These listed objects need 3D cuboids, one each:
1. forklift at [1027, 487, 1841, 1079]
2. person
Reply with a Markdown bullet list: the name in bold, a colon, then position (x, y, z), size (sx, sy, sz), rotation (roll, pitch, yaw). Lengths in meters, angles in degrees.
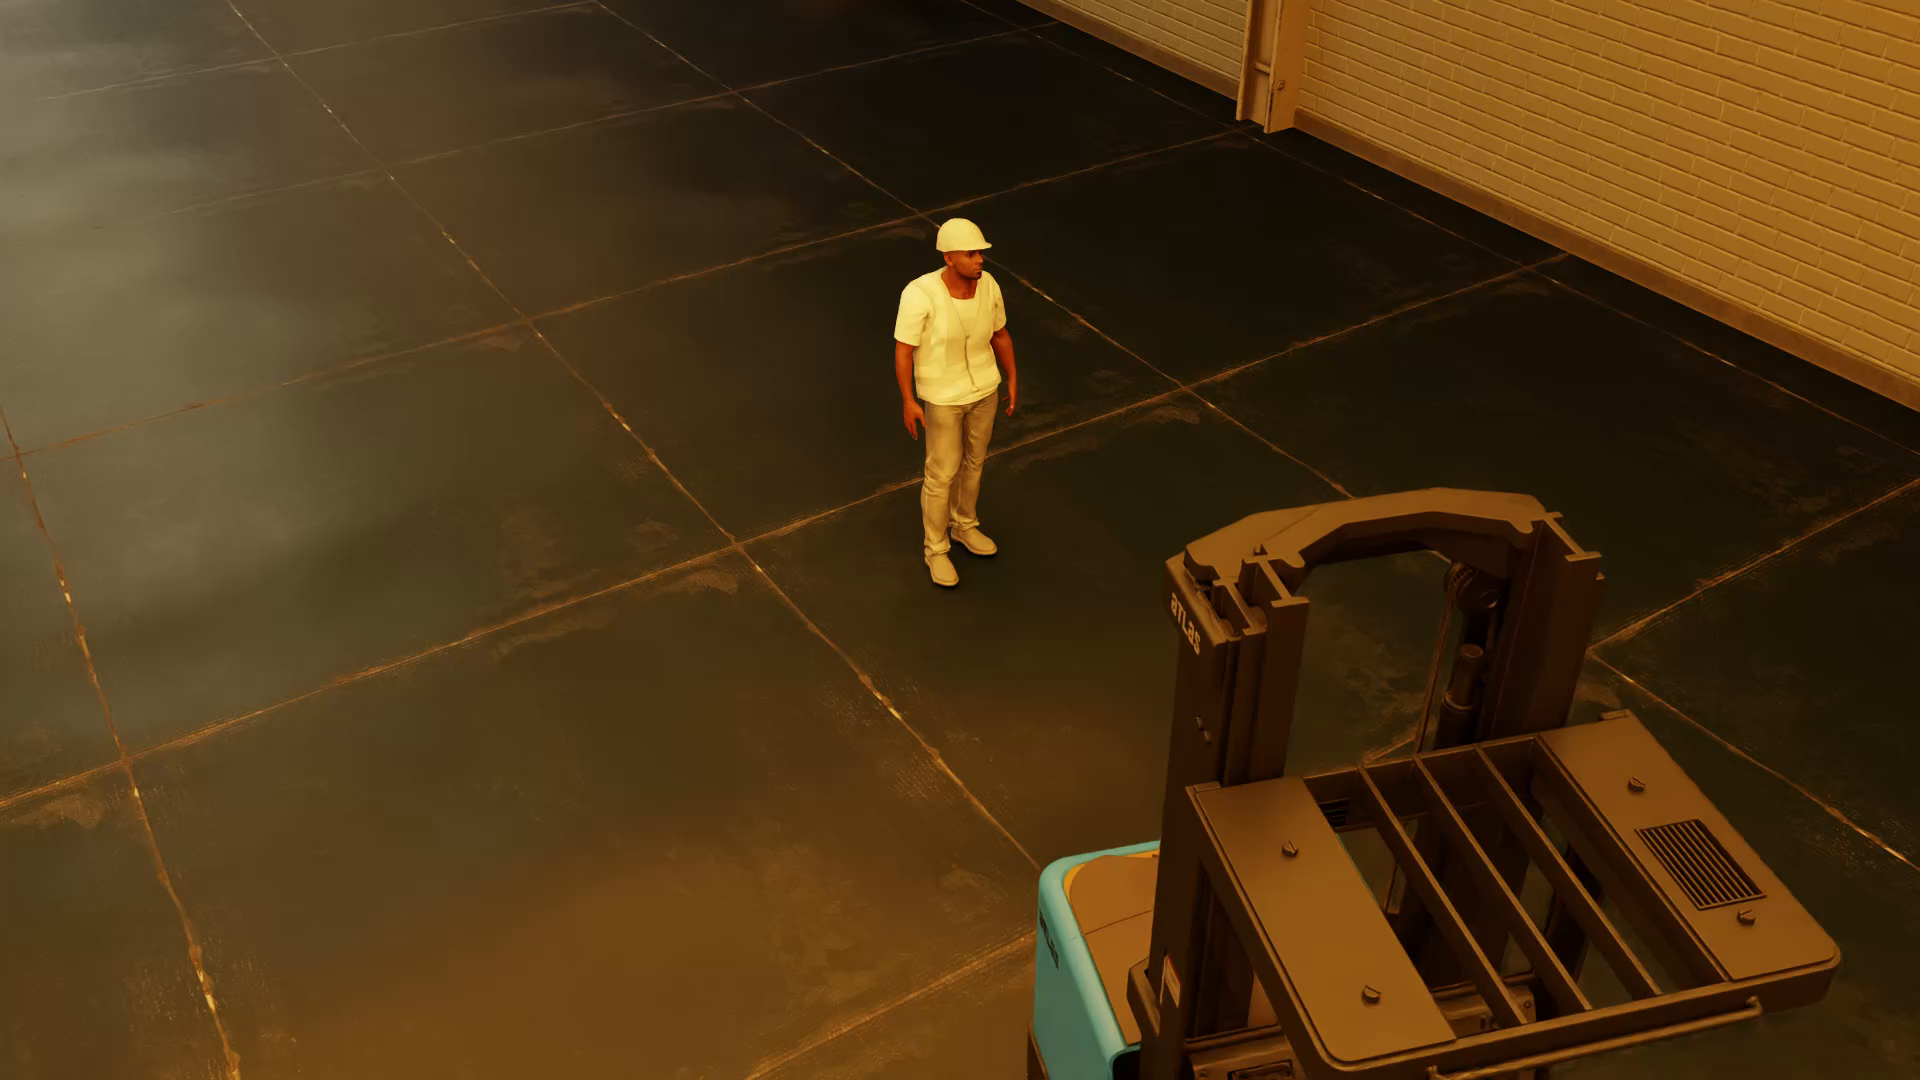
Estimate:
- **forklift**: position (1.086, 1.471, 4.054), size (1.130, 2.935, 3.031), rotation (-8, 36, -11)
- **person**: position (0.032, -0.693, 8.135), size (0.665, 1.765, 0.577), rotation (-21, 40, -27)
